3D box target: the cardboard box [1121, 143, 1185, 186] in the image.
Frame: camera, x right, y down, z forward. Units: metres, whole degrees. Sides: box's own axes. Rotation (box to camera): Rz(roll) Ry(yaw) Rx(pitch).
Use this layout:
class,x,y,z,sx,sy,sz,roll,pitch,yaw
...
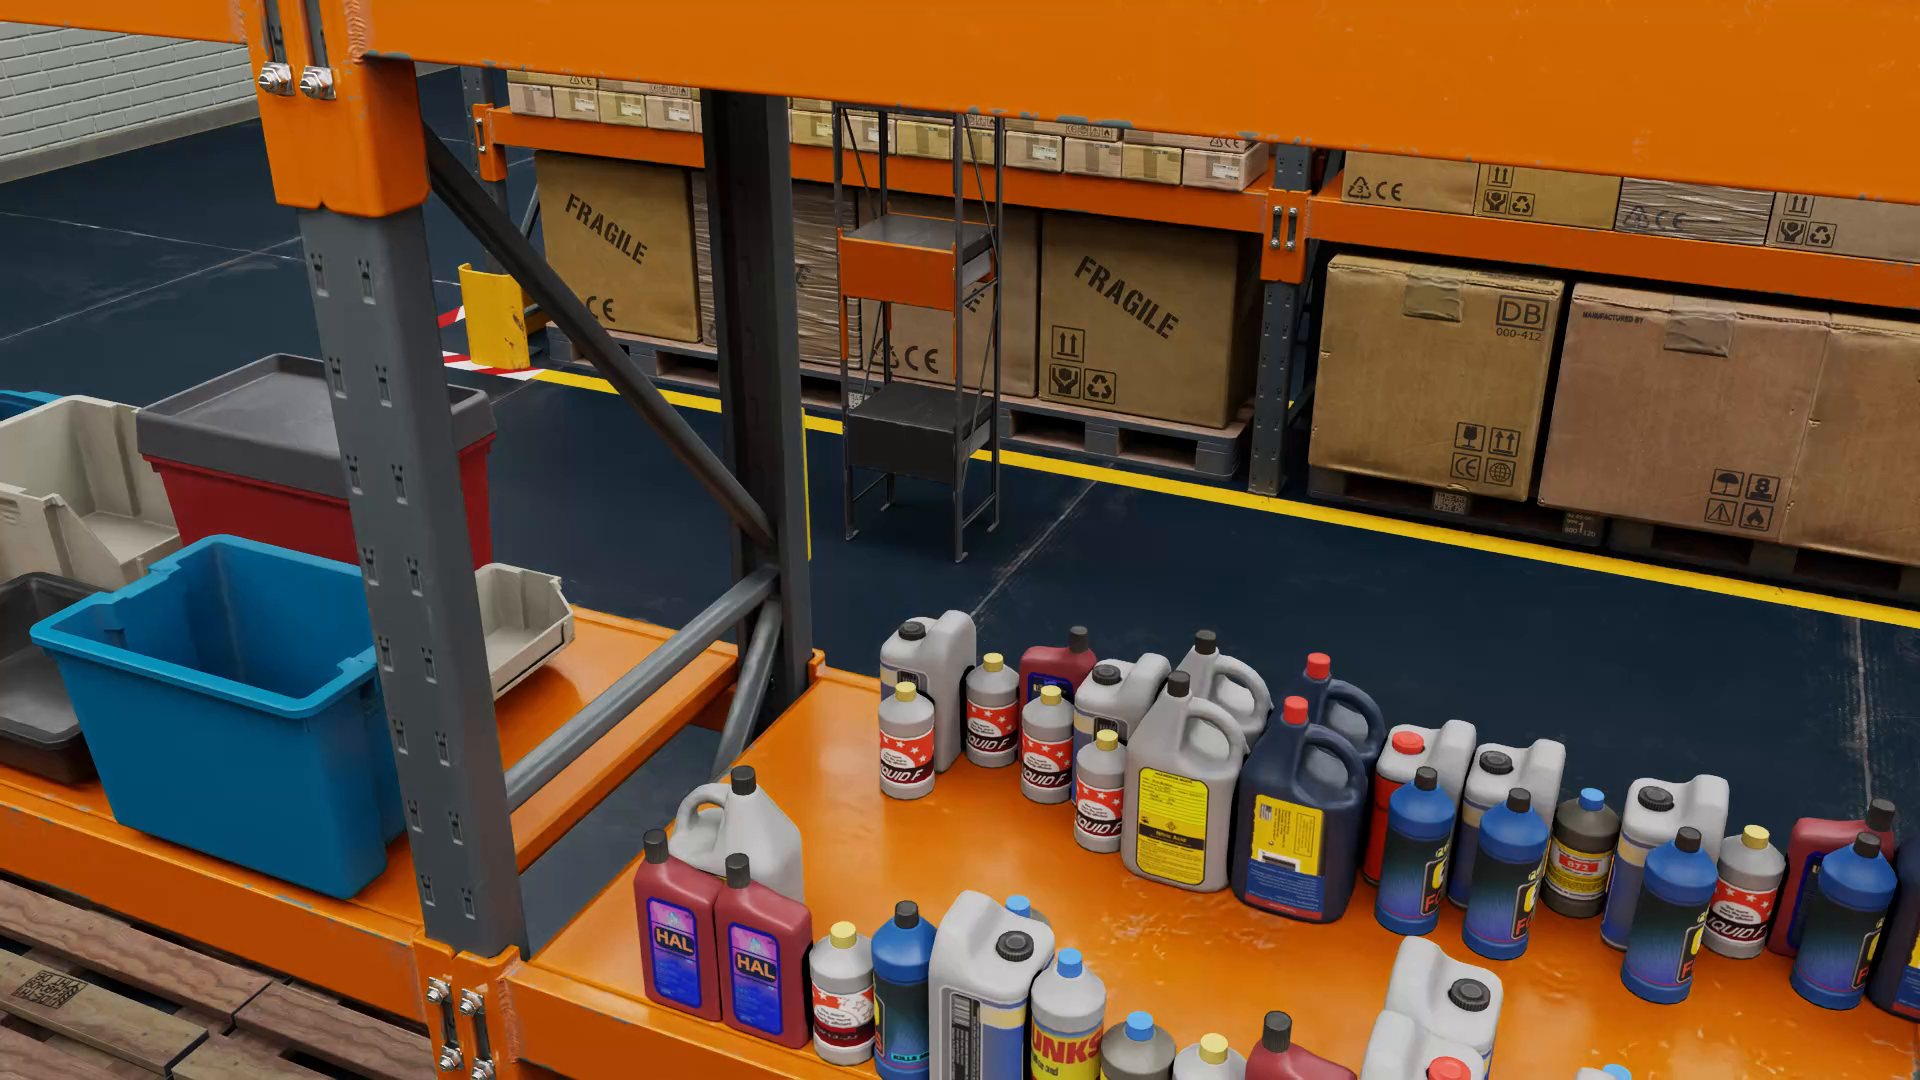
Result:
class,x,y,z,sx,sy,sz,roll,pitch,yaw
cardboard box,0.851,-1.594,6.875,0.250,0.149,0.380,12,29,23

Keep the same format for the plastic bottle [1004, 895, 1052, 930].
class,x,y,z,sx,sy,sz,roll,pitch,yaw
plastic bottle,0.081,0.597,2.367,0.097,0.201,0.097,0,26,0

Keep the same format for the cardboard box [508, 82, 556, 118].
class,x,y,z,sx,sy,sz,roll,pitch,yaw
cardboard box,-1.955,-2.156,8.018,0.250,0.149,0.380,12,29,22

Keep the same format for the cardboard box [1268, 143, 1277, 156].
class,x,y,z,sx,sy,sz,roll,pitch,yaw
cardboard box,1.368,-1.810,7.315,0.250,0.149,0.380,11,28,22

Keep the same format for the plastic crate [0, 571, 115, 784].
class,x,y,z,sx,sy,sz,roll,pitch,yaw
plastic crate,-1.681,0.256,3.077,0.590,0.125,0.437,11,28,22

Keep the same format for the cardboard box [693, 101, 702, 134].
class,x,y,z,sx,sy,sz,roll,pitch,yaw
cardboard box,-1.019,-1.969,7.638,0.250,0.149,0.380,11,28,21

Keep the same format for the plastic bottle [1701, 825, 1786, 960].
class,x,y,z,sx,sy,sz,roll,pitch,yaw
plastic bottle,1.184,0.524,2.515,0.097,0.201,0.097,0,26,0

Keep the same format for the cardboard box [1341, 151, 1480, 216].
class,x,y,z,sx,sy,sz,roll,pitch,yaw
cardboard box,1.815,-1.595,6.481,0.500,0.500,0.500,11,28,22

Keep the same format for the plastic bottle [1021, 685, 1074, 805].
class,x,y,z,sx,sy,sz,roll,pitch,yaw
plastic bottle,0.155,0.347,2.875,0.097,0.201,0.097,0,26,0

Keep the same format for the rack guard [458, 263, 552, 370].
class,x,y,z,sx,sy,sz,roll,pitch,yaw
rack guard,-2.164,-1.349,8.925,0.348,0.500,1.175,11,28,22

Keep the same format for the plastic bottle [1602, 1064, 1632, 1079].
class,x,y,z,sx,sy,sz,roll,pitch,yaw
plastic bottle,0.802,0.741,2.073,0.097,0.201,0.097,0,26,0

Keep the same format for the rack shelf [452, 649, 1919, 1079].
class,x,y,z,sx,sy,sz,roll,pitch,yaw
rack shelf,1.270,0.945,2.249,4.000,0.370,1.077,11,28,22

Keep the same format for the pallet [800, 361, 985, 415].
class,x,y,z,sx,sy,sz,roll,pitch,yaw
pallet,-0.275,-0.877,8.292,1.213,0.211,1.003,11,28,22

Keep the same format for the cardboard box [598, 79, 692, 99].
class,x,y,z,sx,sy,sz,roll,pitch,yaw
cardboard box,-1.341,-2.244,7.745,0.500,0.250,0.500,11,28,21

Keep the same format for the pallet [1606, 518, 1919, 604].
class,x,y,z,sx,sy,sz,roll,pitch,yaw
pallet,3.348,-0.151,6.817,1.213,0.211,1.003,11,28,22

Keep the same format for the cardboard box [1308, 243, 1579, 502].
class,x,y,z,sx,sy,sz,roll,pitch,yaw
cardboard box,2.090,-0.861,7.034,0.875,0.875,1.225,11,28,22

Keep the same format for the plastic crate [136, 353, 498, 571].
class,x,y,z,sx,sy,sz,roll,pitch,yaw
plastic crate,-1.260,-0.063,3.342,0.583,0.464,0.402,11,28,22

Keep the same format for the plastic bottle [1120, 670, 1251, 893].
class,x,y,z,sx,sy,sz,roll,pitch,yaw
plastic bottle,0.362,0.373,2.652,0.185,0.351,0.144,11,28,22

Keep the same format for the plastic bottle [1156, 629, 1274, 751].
class,x,y,z,sx,sy,sz,roll,pitch,yaw
plastic bottle,0.421,0.315,2.770,0.185,0.351,0.144,11,28,22

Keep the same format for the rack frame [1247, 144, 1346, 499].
class,x,y,z,sx,sy,sz,roll,pitch,yaw
rack frame,1.499,-1.735,6.878,0.127,3.000,1.000,11,28,22

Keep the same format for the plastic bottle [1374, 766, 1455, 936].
class,x,y,z,sx,sy,sz,roll,pitch,yaw
plastic bottle,0.699,0.469,2.548,0.097,0.271,0.097,0,26,0

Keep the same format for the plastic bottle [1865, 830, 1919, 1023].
class,x,y,z,sx,sy,sz,roll,pitch,yaw
plastic bottle,1.424,0.516,2.361,0.185,0.351,0.144,11,28,22

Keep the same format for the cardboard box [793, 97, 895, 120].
class,x,y,z,sx,sy,sz,roll,pitch,yaw
cardboard box,-0.408,-2.057,7.366,0.500,0.250,0.500,11,28,21

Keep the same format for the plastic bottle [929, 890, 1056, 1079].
class,x,y,z,sx,sy,sz,roll,pitch,yaw
plastic bottle,0.046,0.617,2.242,0.135,0.276,0.152,11,28,22

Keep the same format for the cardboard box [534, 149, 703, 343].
class,x,y,z,sx,sy,sz,roll,pitch,yaw
cardboard box,-1.526,-1.617,8.568,0.875,0.875,0.875,11,28,22

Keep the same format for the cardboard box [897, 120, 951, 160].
class,x,y,z,sx,sy,sz,roll,pitch,yaw
cardboard box,-0.084,-1.781,7.256,0.250,0.149,0.380,11,28,21

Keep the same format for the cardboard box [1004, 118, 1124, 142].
class,x,y,z,sx,sy,sz,roll,pitch,yaw
cardboard box,0.517,-1.870,6.986,0.500,0.250,0.500,12,29,23

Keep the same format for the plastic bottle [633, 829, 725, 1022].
class,x,y,z,sx,sy,sz,roll,pitch,yaw
plastic bottle,-0.394,0.547,2.375,0.133,0.283,0.061,11,28,22

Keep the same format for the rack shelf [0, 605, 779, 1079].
class,x,y,z,sx,sy,sz,roll,pitch,yaw
rack shelf,-2.371,0.213,3.735,4.000,0.370,1.077,11,28,22

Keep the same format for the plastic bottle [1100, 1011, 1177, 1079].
class,x,y,z,sx,sy,sz,roll,pitch,yaw
plastic bottle,0.229,0.700,2.157,0.097,0.201,0.097,0,26,0

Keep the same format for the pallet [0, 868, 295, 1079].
class,x,y,z,sx,sy,sz,roll,pitch,yaw
pallet,-2.351,1.166,4.143,1.213,0.211,1.003,11,28,22

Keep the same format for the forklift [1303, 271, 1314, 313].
class,x,y,z,sx,sy,sz,roll,pitch,yaw
forklift,1.101,-2.649,8.813,3.031,2.935,1.130,10,28,19

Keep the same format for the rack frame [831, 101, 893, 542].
class,x,y,z,sx,sy,sz,roll,pitch,yaw
rack frame,-0.373,-1.017,6.438,0.015,2.100,0.400,11,28,22

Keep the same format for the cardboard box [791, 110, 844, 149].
class,x,y,z,sx,sy,sz,roll,pitch,yaw
cardboard box,-0.554,-1.875,7.448,0.250,0.149,0.380,11,28,21

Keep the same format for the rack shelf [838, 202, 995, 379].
class,x,y,z,sx,sy,sz,roll,pitch,yaw
rack shelf,-0.151,-0.960,6.354,0.480,0.518,0.431,11,28,22

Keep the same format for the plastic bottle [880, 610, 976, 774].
class,x,y,z,sx,sy,sz,roll,pitch,yaw
plastic bottle,-0.058,0.254,2.978,0.135,0.276,0.152,11,28,22

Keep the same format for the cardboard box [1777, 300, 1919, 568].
class,x,y,z,sx,sy,sz,roll,pitch,yaw
cardboard box,3.713,-0.540,6.380,0.875,0.875,1.225,11,28,22

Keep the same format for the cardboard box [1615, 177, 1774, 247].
class,x,y,z,sx,sy,sz,roll,pitch,yaw
cardboard box,2.728,-1.412,6.109,0.500,0.500,0.500,11,28,21

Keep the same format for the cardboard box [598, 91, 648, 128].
class,x,y,z,sx,sy,sz,roll,pitch,yaw
cardboard box,-1.488,-2.063,7.829,0.250,0.149,0.380,11,28,21

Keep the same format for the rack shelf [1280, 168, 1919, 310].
class,x,y,z,sx,sy,sz,roll,pitch,yaw
rack shelf,3.320,-1.047,6.295,4.000,0.370,1.077,11,28,22

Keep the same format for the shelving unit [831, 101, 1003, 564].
class,x,y,z,sx,sy,sz,roll,pitch,yaw
shelving unit,-0.151,-0.972,6.348,0.503,2.100,0.431,11,28,22

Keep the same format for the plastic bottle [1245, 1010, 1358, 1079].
class,x,y,z,sx,sy,sz,roll,pitch,yaw
plastic bottle,0.415,0.710,2.045,0.133,0.283,0.061,11,28,22

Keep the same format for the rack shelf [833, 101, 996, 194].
class,x,y,z,sx,sy,sz,roll,pitch,yaw
rack shelf,-0.151,-1.588,6.045,0.480,0.518,0.431,11,28,22

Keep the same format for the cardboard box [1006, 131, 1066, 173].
class,x,y,z,sx,sy,sz,roll,pitch,yaw
cardboard box,0.384,-1.687,7.066,0.250,0.149,0.380,12,29,23

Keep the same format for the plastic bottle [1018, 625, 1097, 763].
class,x,y,z,sx,sy,sz,roll,pitch,yaw
plastic bottle,0.171,0.275,2.928,0.133,0.283,0.061,11,28,22

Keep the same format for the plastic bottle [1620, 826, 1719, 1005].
class,x,y,z,sx,sy,sz,roll,pitch,yaw
plastic bottle,1.032,0.536,2.412,0.097,0.271,0.097,0,26,0

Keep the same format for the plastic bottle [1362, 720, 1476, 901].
class,x,y,z,sx,sy,sz,roll,pitch,yaw
plastic bottle,0.733,0.413,2.655,0.135,0.276,0.152,11,28,22

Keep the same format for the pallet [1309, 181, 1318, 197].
class,x,y,z,sx,sy,sz,roll,pitch,yaw
pallet,3.019,-2.569,11.728,1.213,0.211,1.003,11,28,22

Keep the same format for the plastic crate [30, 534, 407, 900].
class,x,y,z,sx,sy,sz,roll,pitch,yaw
plastic crate,-1.117,0.288,2.718,0.575,0.384,0.392,11,28,22

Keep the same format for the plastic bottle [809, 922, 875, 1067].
class,x,y,z,sx,sy,sz,roll,pitch,yaw
plastic bottle,-0.160,0.622,2.315,0.097,0.201,0.097,0,26,0

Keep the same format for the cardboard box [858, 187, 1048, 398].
class,x,y,z,sx,sy,sz,roll,pitch,yaw
cardboard box,0.113,-1.288,7.900,0.875,0.875,0.875,11,28,22

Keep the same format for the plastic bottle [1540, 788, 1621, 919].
class,x,y,z,sx,sy,sz,roll,pitch,yaw
plastic bottle,0.973,0.481,2.601,0.097,0.201,0.097,0,26,0
